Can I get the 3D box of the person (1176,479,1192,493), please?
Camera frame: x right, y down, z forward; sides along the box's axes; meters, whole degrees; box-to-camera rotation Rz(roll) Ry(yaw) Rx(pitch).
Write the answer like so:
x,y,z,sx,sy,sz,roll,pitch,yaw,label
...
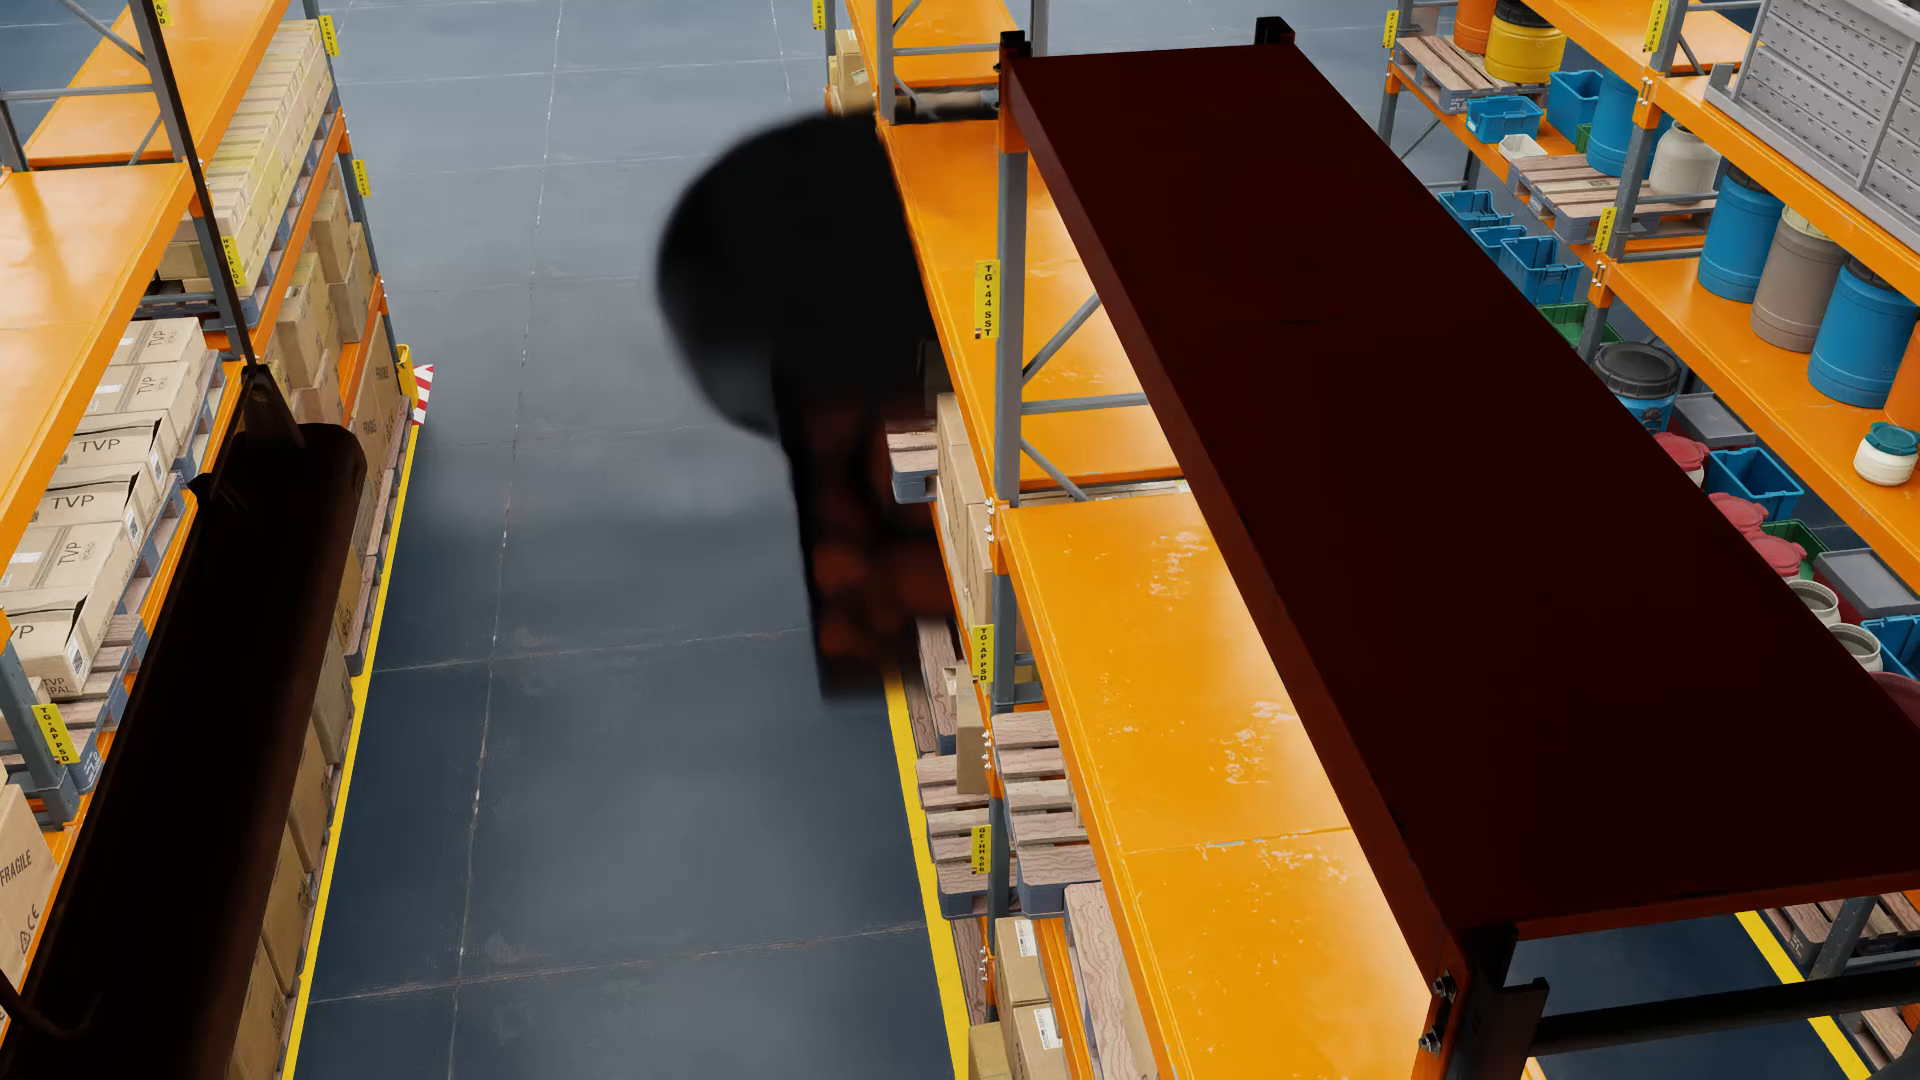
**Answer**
x,y,z,sx,sy,sz,roll,pitch,yaw,label
1.676,-0.297,12.232,0.731,1.573,0.911,-13,38,-17,person
